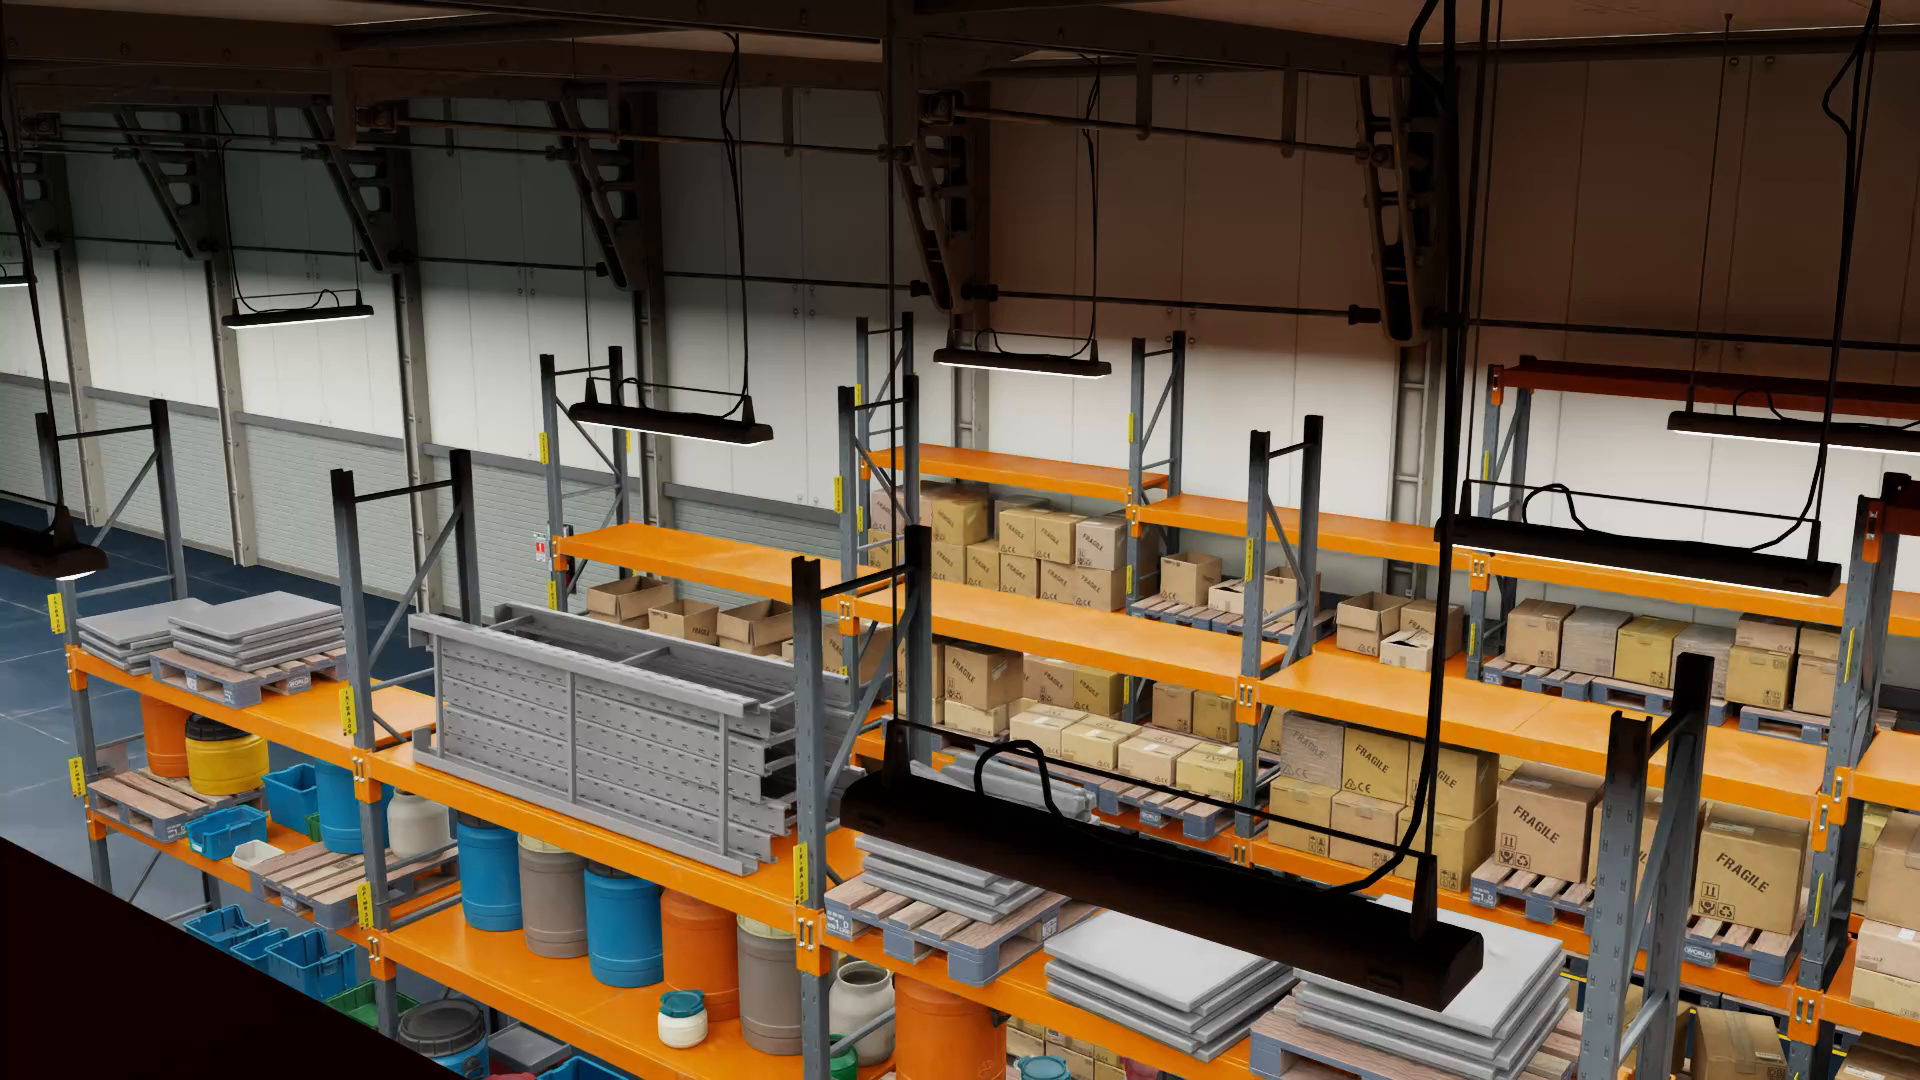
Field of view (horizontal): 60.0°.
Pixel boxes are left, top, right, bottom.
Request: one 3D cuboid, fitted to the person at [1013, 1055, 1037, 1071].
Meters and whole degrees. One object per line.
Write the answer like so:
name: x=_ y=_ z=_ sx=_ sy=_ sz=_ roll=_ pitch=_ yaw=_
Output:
person: x=0.458 y=4.497 z=12.019 sx=1.074 sy=1.715 sz=0.550 roll=11 pitch=17 yaw=39
